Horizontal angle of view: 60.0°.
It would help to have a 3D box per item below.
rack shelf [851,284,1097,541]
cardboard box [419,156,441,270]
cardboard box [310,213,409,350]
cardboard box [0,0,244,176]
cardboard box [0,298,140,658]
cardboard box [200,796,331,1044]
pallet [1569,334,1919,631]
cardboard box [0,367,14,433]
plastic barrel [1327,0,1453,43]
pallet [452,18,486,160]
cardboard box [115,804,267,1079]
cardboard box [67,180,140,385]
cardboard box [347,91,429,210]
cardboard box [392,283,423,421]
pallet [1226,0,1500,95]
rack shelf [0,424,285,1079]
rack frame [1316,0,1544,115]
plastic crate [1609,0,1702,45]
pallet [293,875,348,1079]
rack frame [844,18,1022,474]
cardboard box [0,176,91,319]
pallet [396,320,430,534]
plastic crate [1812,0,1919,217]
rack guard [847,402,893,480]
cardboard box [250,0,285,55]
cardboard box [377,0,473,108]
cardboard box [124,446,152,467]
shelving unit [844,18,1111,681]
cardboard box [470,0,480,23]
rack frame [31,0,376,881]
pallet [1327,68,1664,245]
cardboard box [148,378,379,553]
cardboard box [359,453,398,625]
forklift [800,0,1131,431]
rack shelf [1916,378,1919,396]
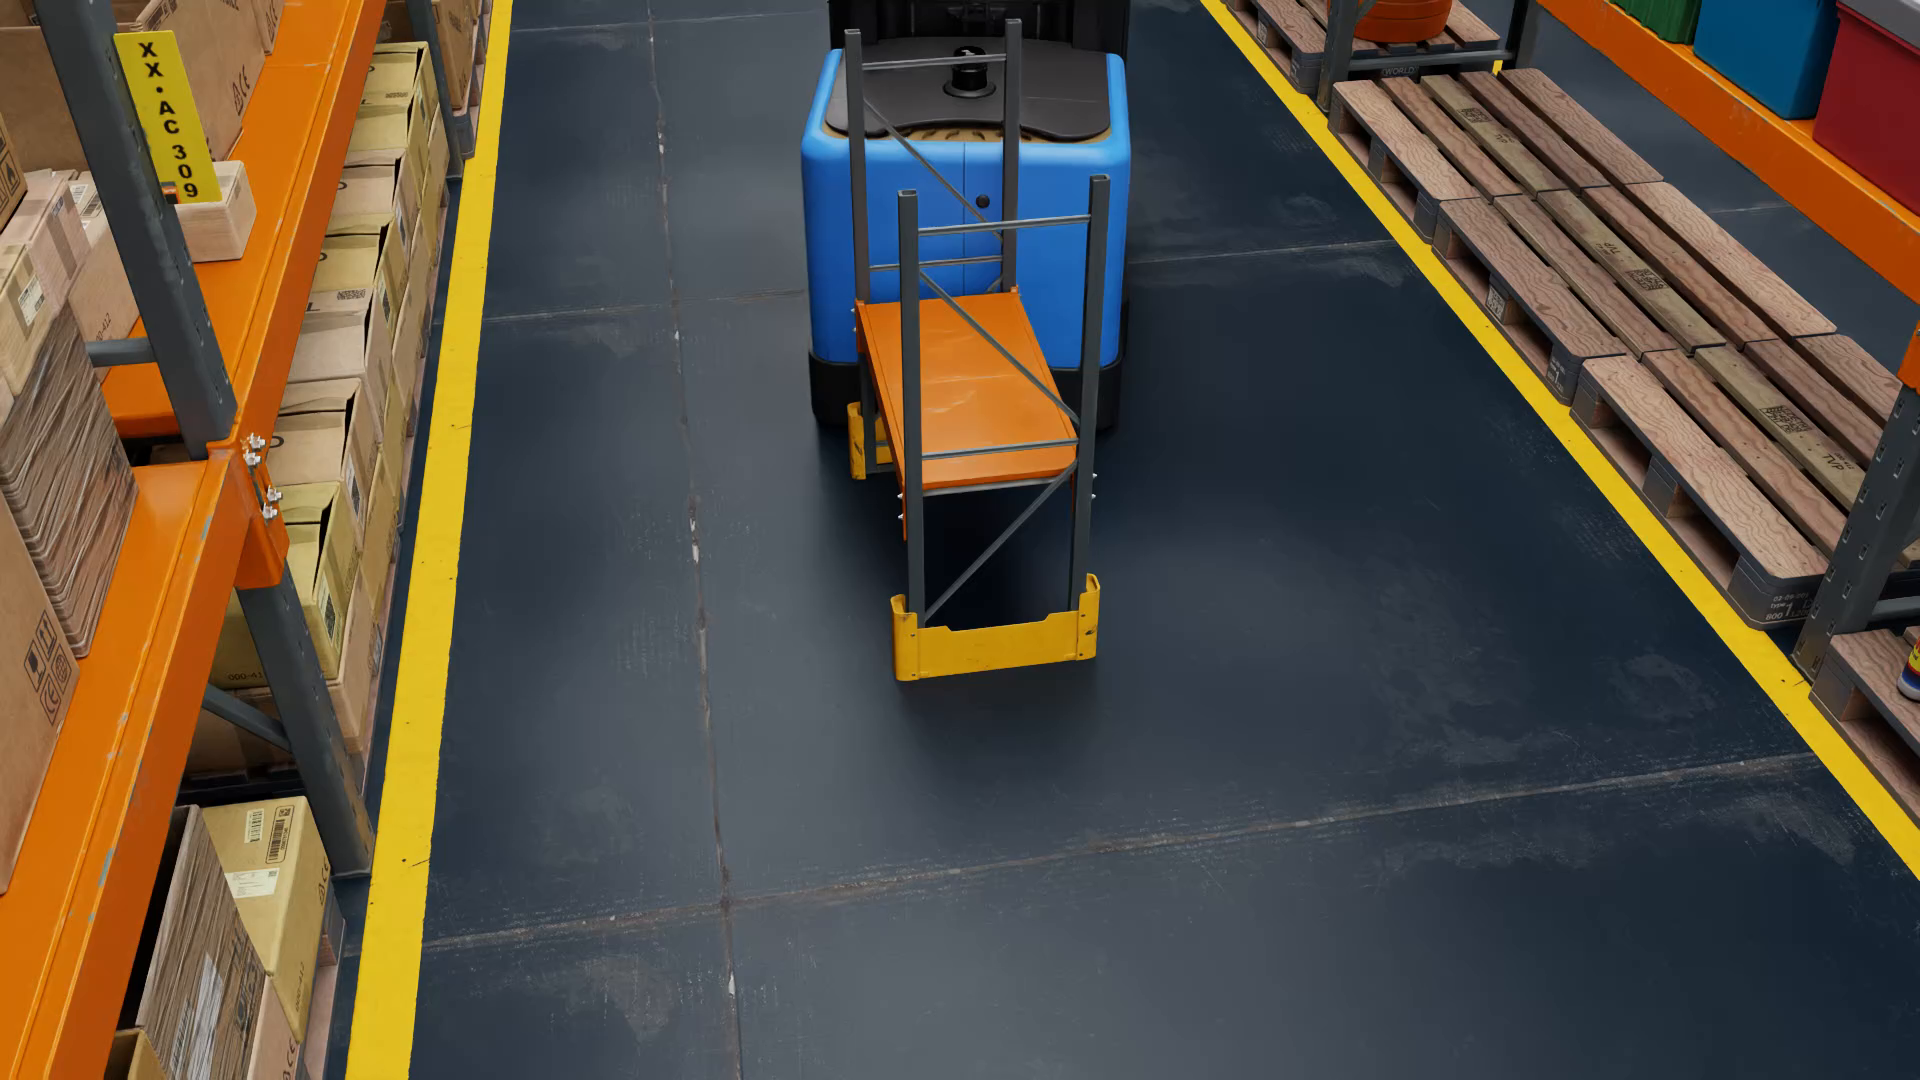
[{"bbox_3d":[0.015,-0.399,4.834,0.538,0.185,1.000,-6,38,-8],"label":"rack shelf"},{"bbox_3d":[-2.254,-1.221,6.275,0.500,0.250,0.500,-7,38,-8],"label":"cardboard box"},{"bbox_3d":[-2.076,-0.833,5.320,0.500,0.311,0.500,-5,38,-7],"label":"cardboard box"},{"bbox_3d":[-2.189,-1.150,4.204,0.500,0.500,0.500,-4,38,-5],"label":"cardboard box"},{"bbox_3d":[-1.894,-0.099,2.851,0.700,0.500,0.500,-7,38,-9],"label":"cardboard box"},{"bbox_3d":[-1.682,0.849,3.611,0.500,0.250,0.500,-6,38,-8],"label":"cardboard box"},{"bbox_3d":[2.723,-0.227,5.370,1.003,0.211,1.213,-6,38,-8],"label":"pallet"},{"bbox_3d":[-1.630,-0.174,2.419,0.380,0.149,0.250,-7,38,-9],"label":"cardboard box"},{"bbox_3d":[2.095,-2.876,7.934,0.600,0.830,0.708,-6,38,-8],"label":"plastic barrel"},{"bbox_3d":[-2.773,-2.097,7.777,1.003,0.211,1.213,-6,38,-8],"label":"pallet"},{"bbox_3d":[-1.606,0.857,2.990,0.500,0.500,0.500,-6,38,-8],"label":"cardboard box"},{"bbox_3d":[-2.108,-0.561,3.649,0.500,0.250,0.500,-4,38,-5],"label":"cardboard box"},{"bbox_3d":[-2.248,-1.442,6.102,0.500,0.311,0.500,-7,38,-9],"label":"cardboard box"},{"bbox_3d":[-2.075,-0.606,5.484,0.500,0.250,0.500,-6,38,-7],"label":"cardboard box"},{"bbox_3d":[2.018,-2.644,8.481,1.003,0.211,1.213,-6,38,-8],"label":"pallet"},{"bbox_3d":[-1.628,1.165,1.892,1.077,0.370,4.000,-6,38,-8],"label":"rack shelf"},{"bbox_3d":[2.198,-3.274,7.019,1.000,3.000,0.127,-6,38,-8],"label":"rack frame"},{"bbox_3d":[2.316,-1.795,5.289,0.450,0.188,0.662,-6,38,-8],"label":"plastic crate"},{"bbox_3d":[-1.880,1.259,3.457,1.003,0.211,1.213,-6,38,-8],"label":"pallet"},{"bbox_3d":[-0.074,-0.848,5.119,0.500,1.500,0.032,-6,38,-8],"label":"rack frame"},{"bbox_3d":[-1.720,-0.482,2.815,0.380,0.149,0.250,-6,38,-8],"label":"cardboard box"},{"bbox_3d":[-2.363,-0.405,5.599,1.003,0.211,1.213,-6,38,-8],"label":"pallet"},{"bbox_3d":[2.513,-1.142,4.223,0.402,0.464,0.583,-6,38,-8],"label":"plastic crate"},{"bbox_3d":[-0.074,-0.353,5.501,0.587,0.250,0.087,-6,38,-8],"label":"rack guard"},{"bbox_3d":[-2.369,-1.771,5.003,0.500,0.500,0.500,-8,39,-10],"label":"cardboard box"},{"bbox_3d":[-2.478,-2.235,7.361,0.500,0.500,0.500,-5,38,-6],"label":"cardboard box"},{"bbox_3d":[-2.429,-0.156,4.448,0.500,0.311,0.500,-5,38,-7],"label":"cardboard box"},{"bbox_3d":[0.013,-0.546,4.731,0.587,1.500,1.083,-6,38,-8],"label":"shelving unit"},{"bbox_3d":[-2.658,-2.855,8.158,0.500,0.500,0.500,-7,38,-9],"label":"cardboard box"},{"bbox_3d":[-1.978,-0.327,3.226,1.000,3.000,0.127,-6,38,-8],"label":"rack frame"},{"bbox_3d":[2.295,-1.700,7.267,1.003,0.211,1.213,-6,38,-8],"label":"pallet"},{"bbox_3d":[-1.888,-0.208,4.514,0.500,0.311,0.500,-7,38,-8],"label":"cardboard box"},{"bbox_3d":[-1.894,0.014,4.686,0.500,0.250,0.500,-5,38,-7],"label":"cardboard box"},{"bbox_3d":[0.081,-2.407,5.959,1.130,2.935,3.031,2,38,2],"label":"forklift"},{"bbox_3d":[3.249,0.634,2.575,1.077,0.370,4.000,-6,38,-8],"label":"rack shelf"}]
